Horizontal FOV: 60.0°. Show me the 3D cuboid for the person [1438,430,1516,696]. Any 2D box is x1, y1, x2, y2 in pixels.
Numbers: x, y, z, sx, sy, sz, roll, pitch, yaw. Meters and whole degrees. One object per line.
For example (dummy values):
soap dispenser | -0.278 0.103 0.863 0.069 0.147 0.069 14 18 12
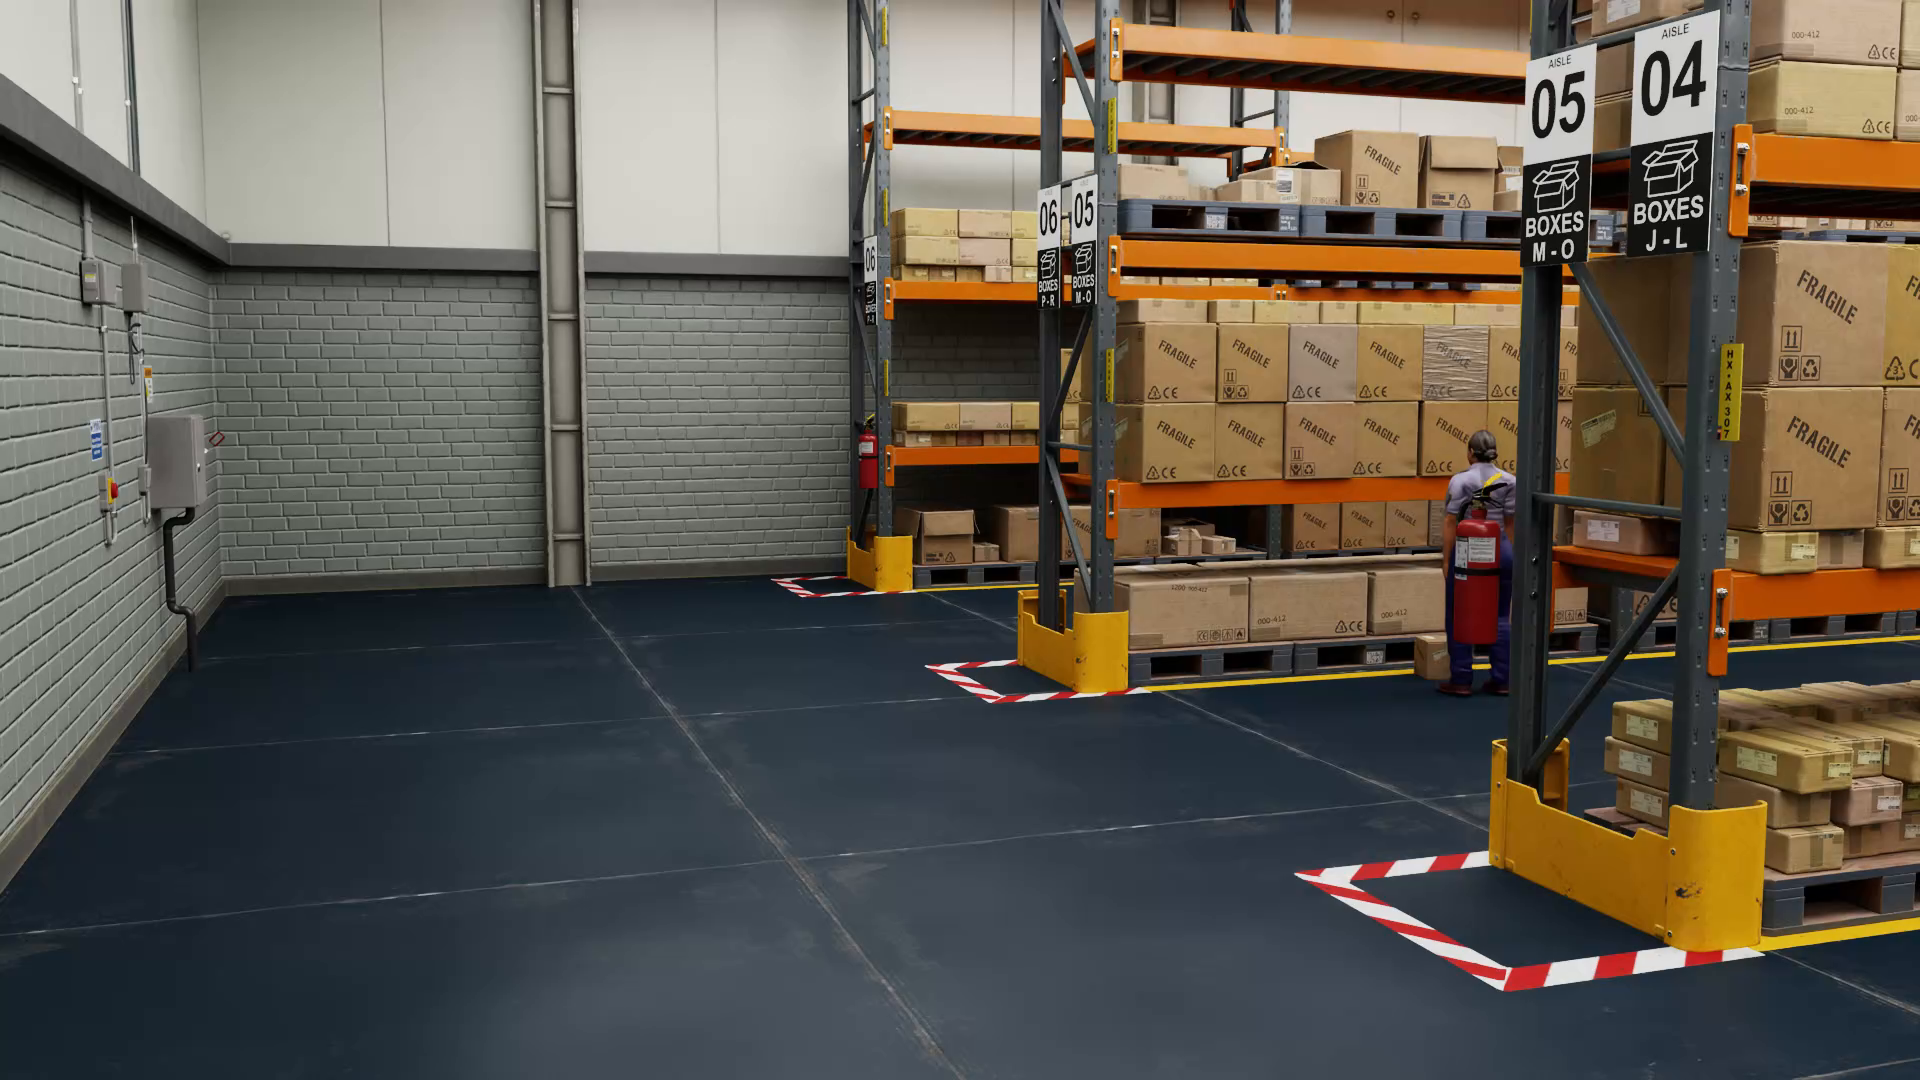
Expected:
person | 3.205 0.139 10.311 0.466 1.646 0.343 -1 6 -6
